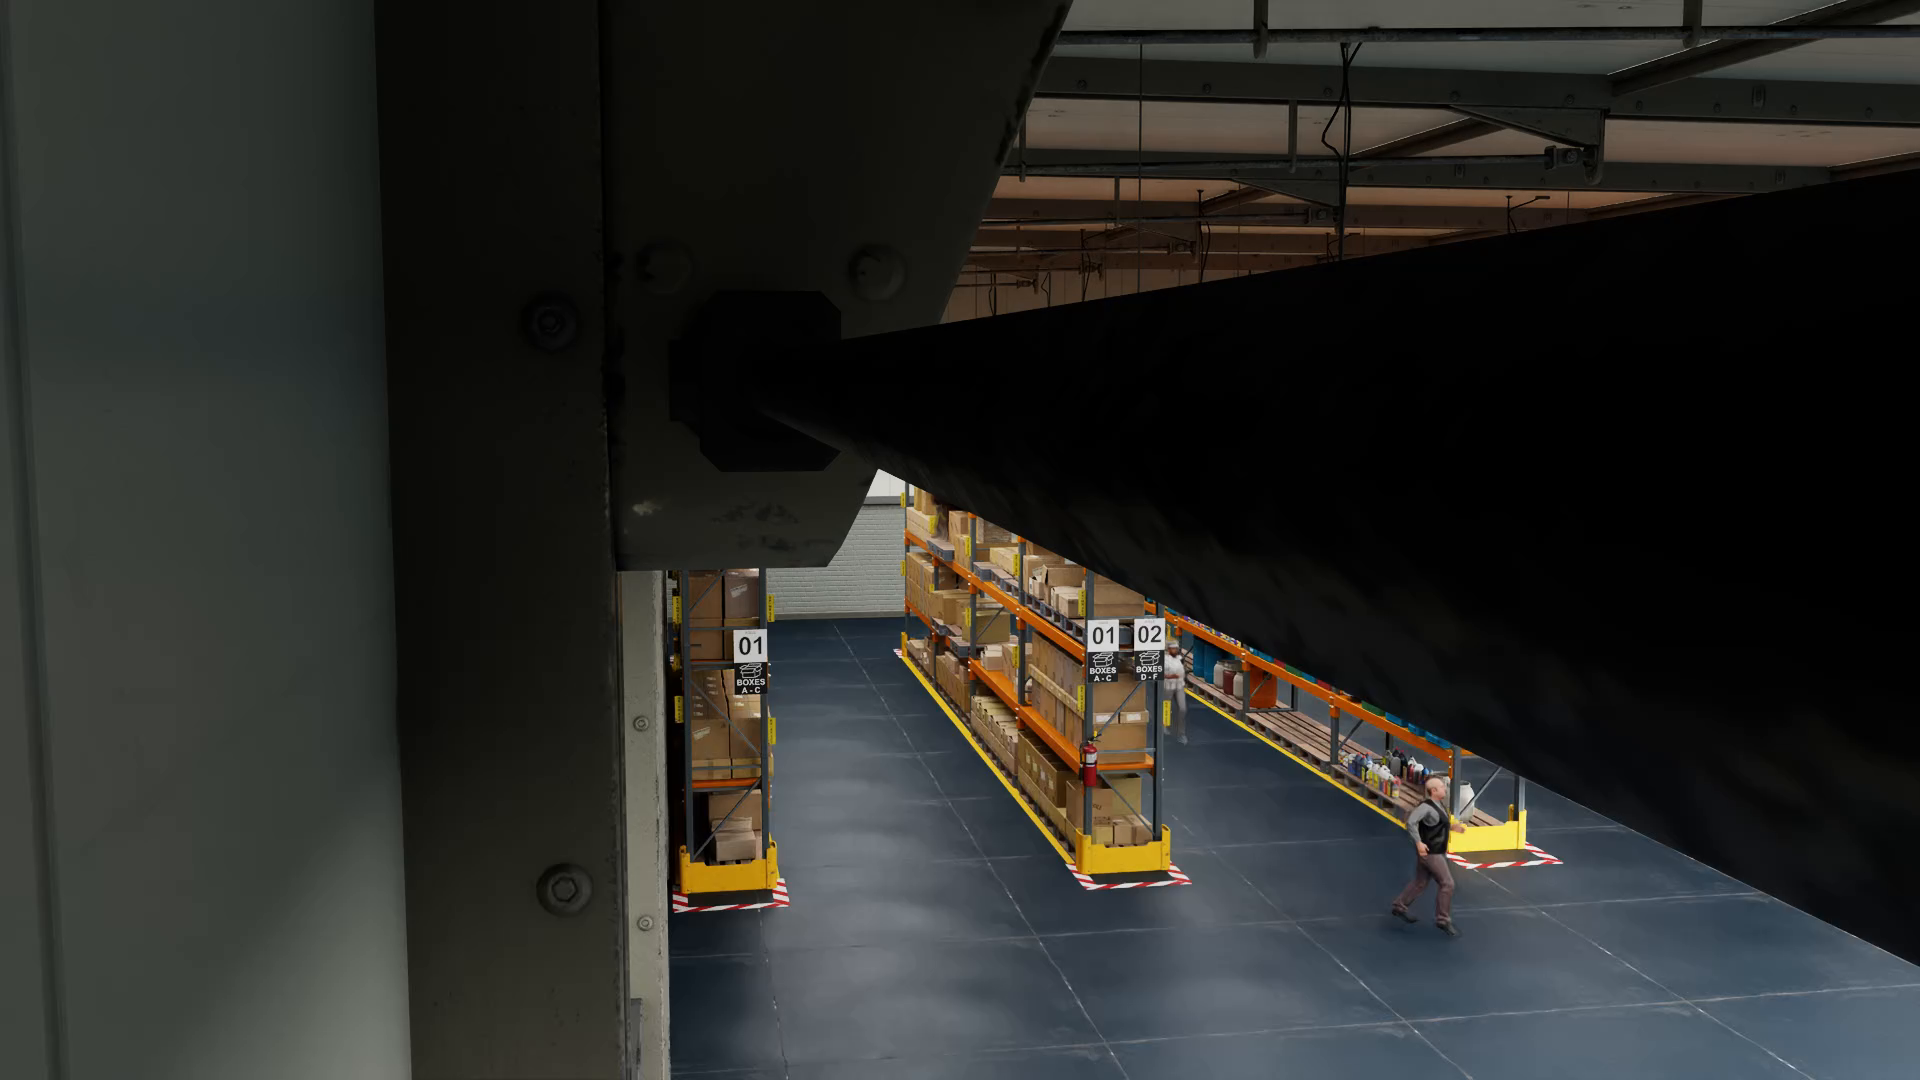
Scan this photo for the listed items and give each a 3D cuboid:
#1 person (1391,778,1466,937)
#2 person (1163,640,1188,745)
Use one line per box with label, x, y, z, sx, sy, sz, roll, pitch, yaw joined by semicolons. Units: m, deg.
person;5.275;3.543;18.713;0.794;1.770;0.644;2;6;17
person;3.606;2.552;28.256;0.564;1.755;0.794;-2;6;-17
